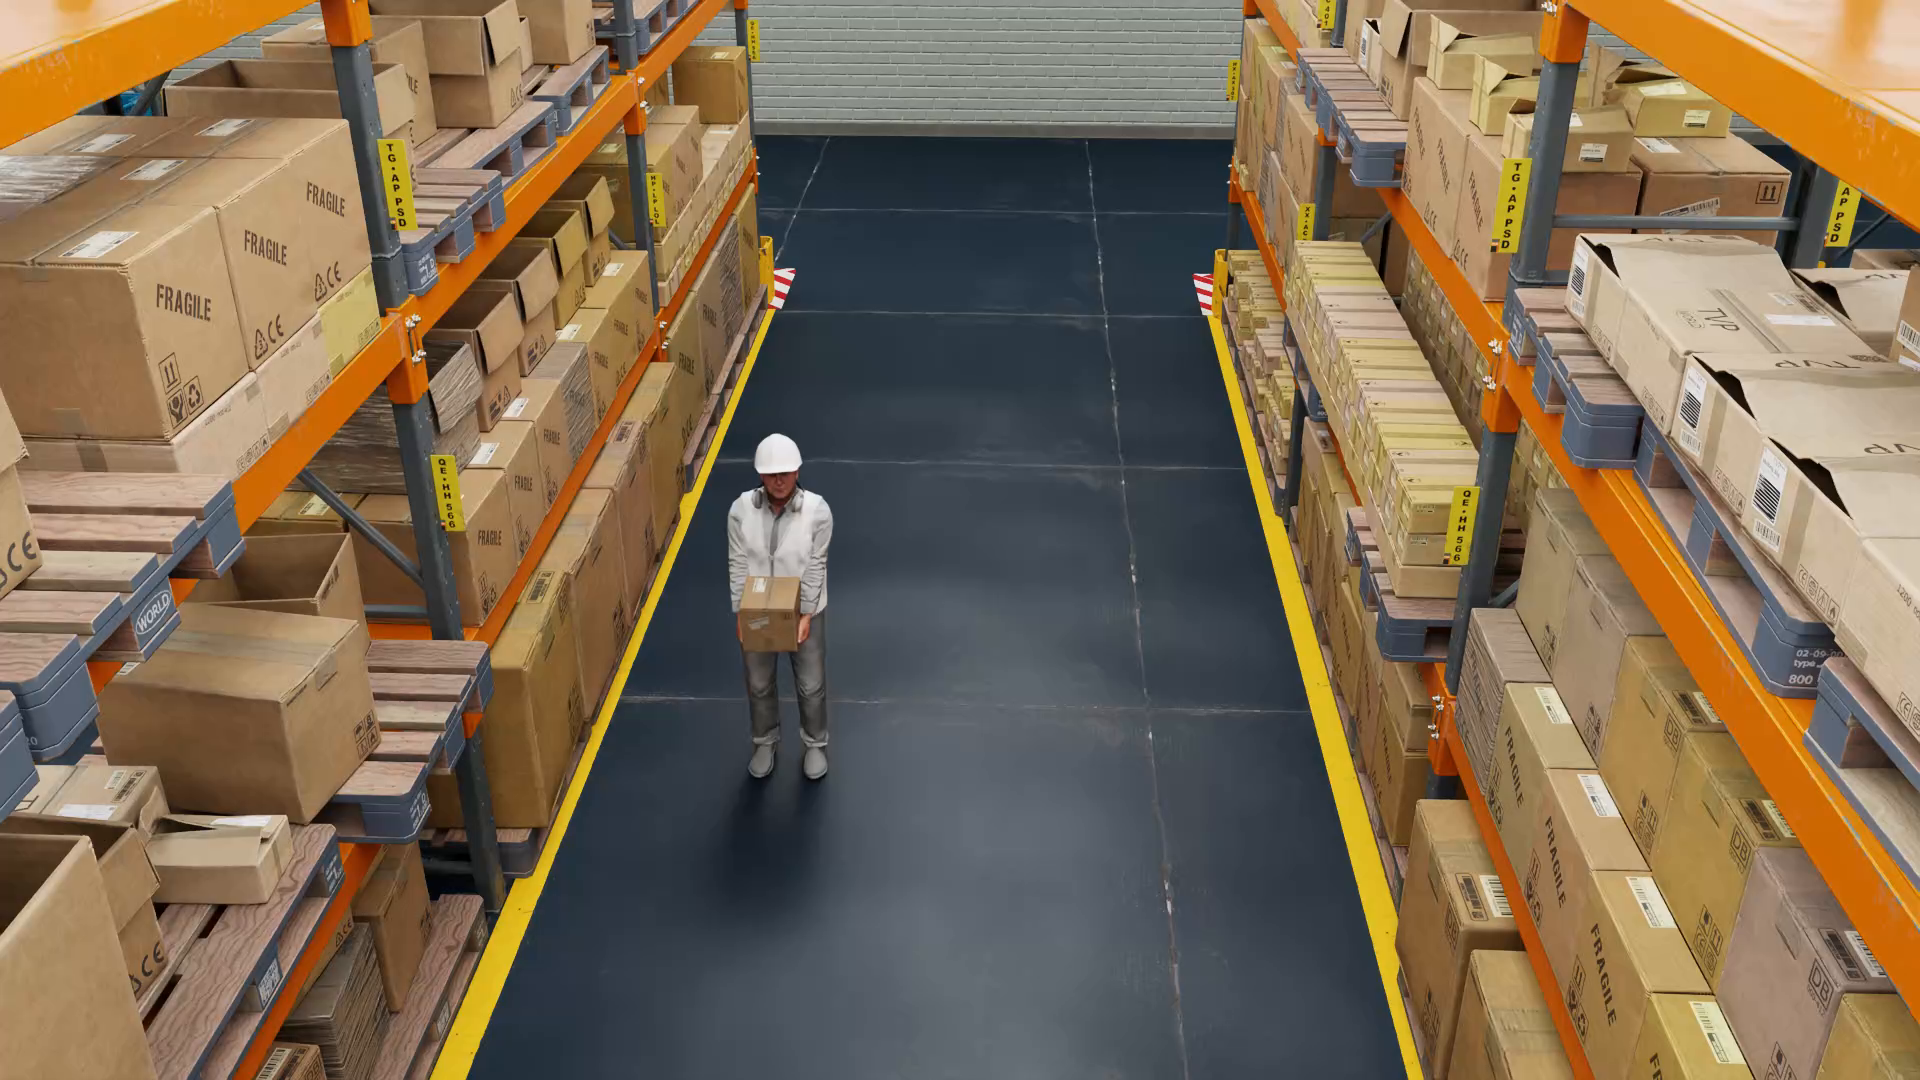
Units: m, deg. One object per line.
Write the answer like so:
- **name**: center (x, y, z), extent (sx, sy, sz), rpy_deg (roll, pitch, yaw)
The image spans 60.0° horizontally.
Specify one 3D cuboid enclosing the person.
- **person**: center (-0.844, 0.366, 7.904), extent (0.495, 1.771, 0.548), rpy_deg (1, 28, 2)
